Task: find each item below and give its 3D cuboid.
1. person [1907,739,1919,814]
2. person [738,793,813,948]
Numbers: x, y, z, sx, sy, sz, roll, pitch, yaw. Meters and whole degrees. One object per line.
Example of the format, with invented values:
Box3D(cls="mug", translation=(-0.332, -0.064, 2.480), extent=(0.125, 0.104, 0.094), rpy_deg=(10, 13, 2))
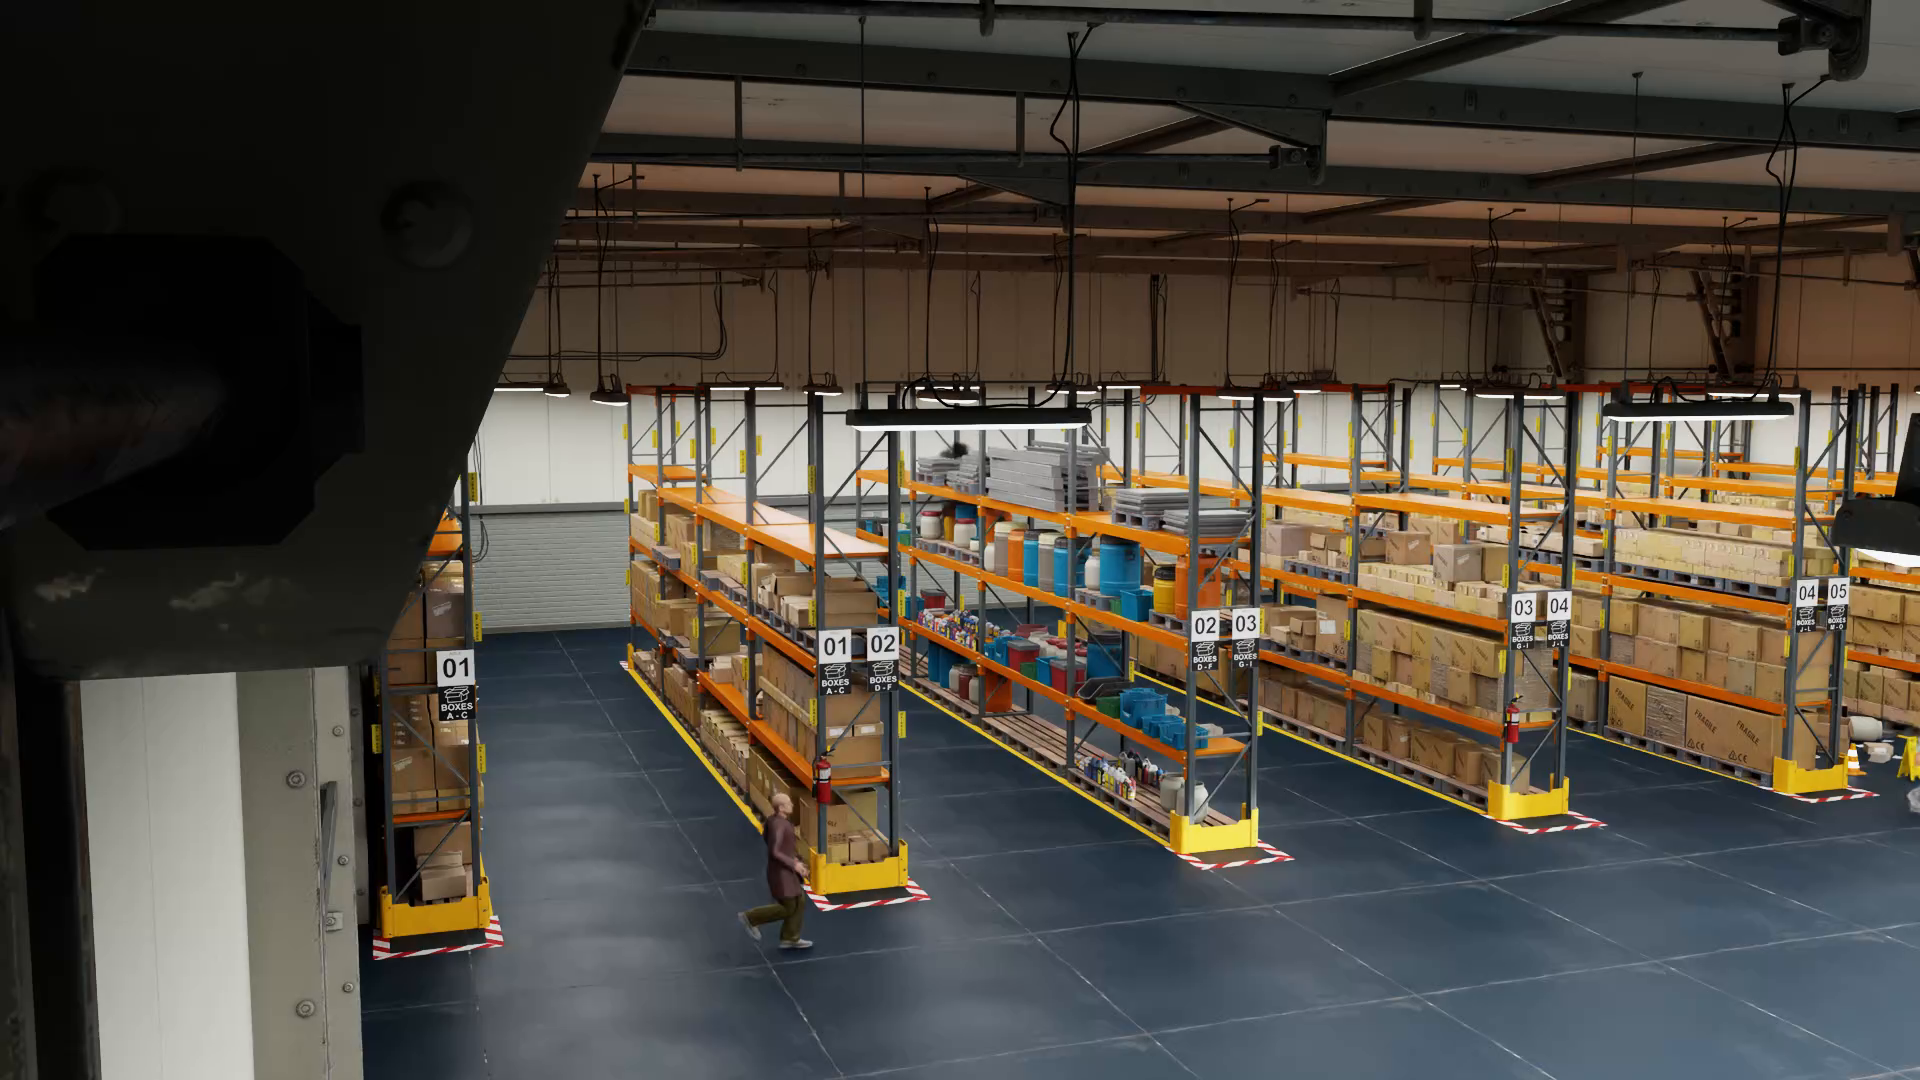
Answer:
Box3D(cls="person", translation=(13.789, 3.042, 23.517), extent=(0.568, 1.753, 0.644), rpy_deg=(6, 8, 44))
Box3D(cls="person", translation=(-2.012, 3.611, 18.103), extent=(0.807, 1.734, 0.721), rpy_deg=(0, 6, -5))
